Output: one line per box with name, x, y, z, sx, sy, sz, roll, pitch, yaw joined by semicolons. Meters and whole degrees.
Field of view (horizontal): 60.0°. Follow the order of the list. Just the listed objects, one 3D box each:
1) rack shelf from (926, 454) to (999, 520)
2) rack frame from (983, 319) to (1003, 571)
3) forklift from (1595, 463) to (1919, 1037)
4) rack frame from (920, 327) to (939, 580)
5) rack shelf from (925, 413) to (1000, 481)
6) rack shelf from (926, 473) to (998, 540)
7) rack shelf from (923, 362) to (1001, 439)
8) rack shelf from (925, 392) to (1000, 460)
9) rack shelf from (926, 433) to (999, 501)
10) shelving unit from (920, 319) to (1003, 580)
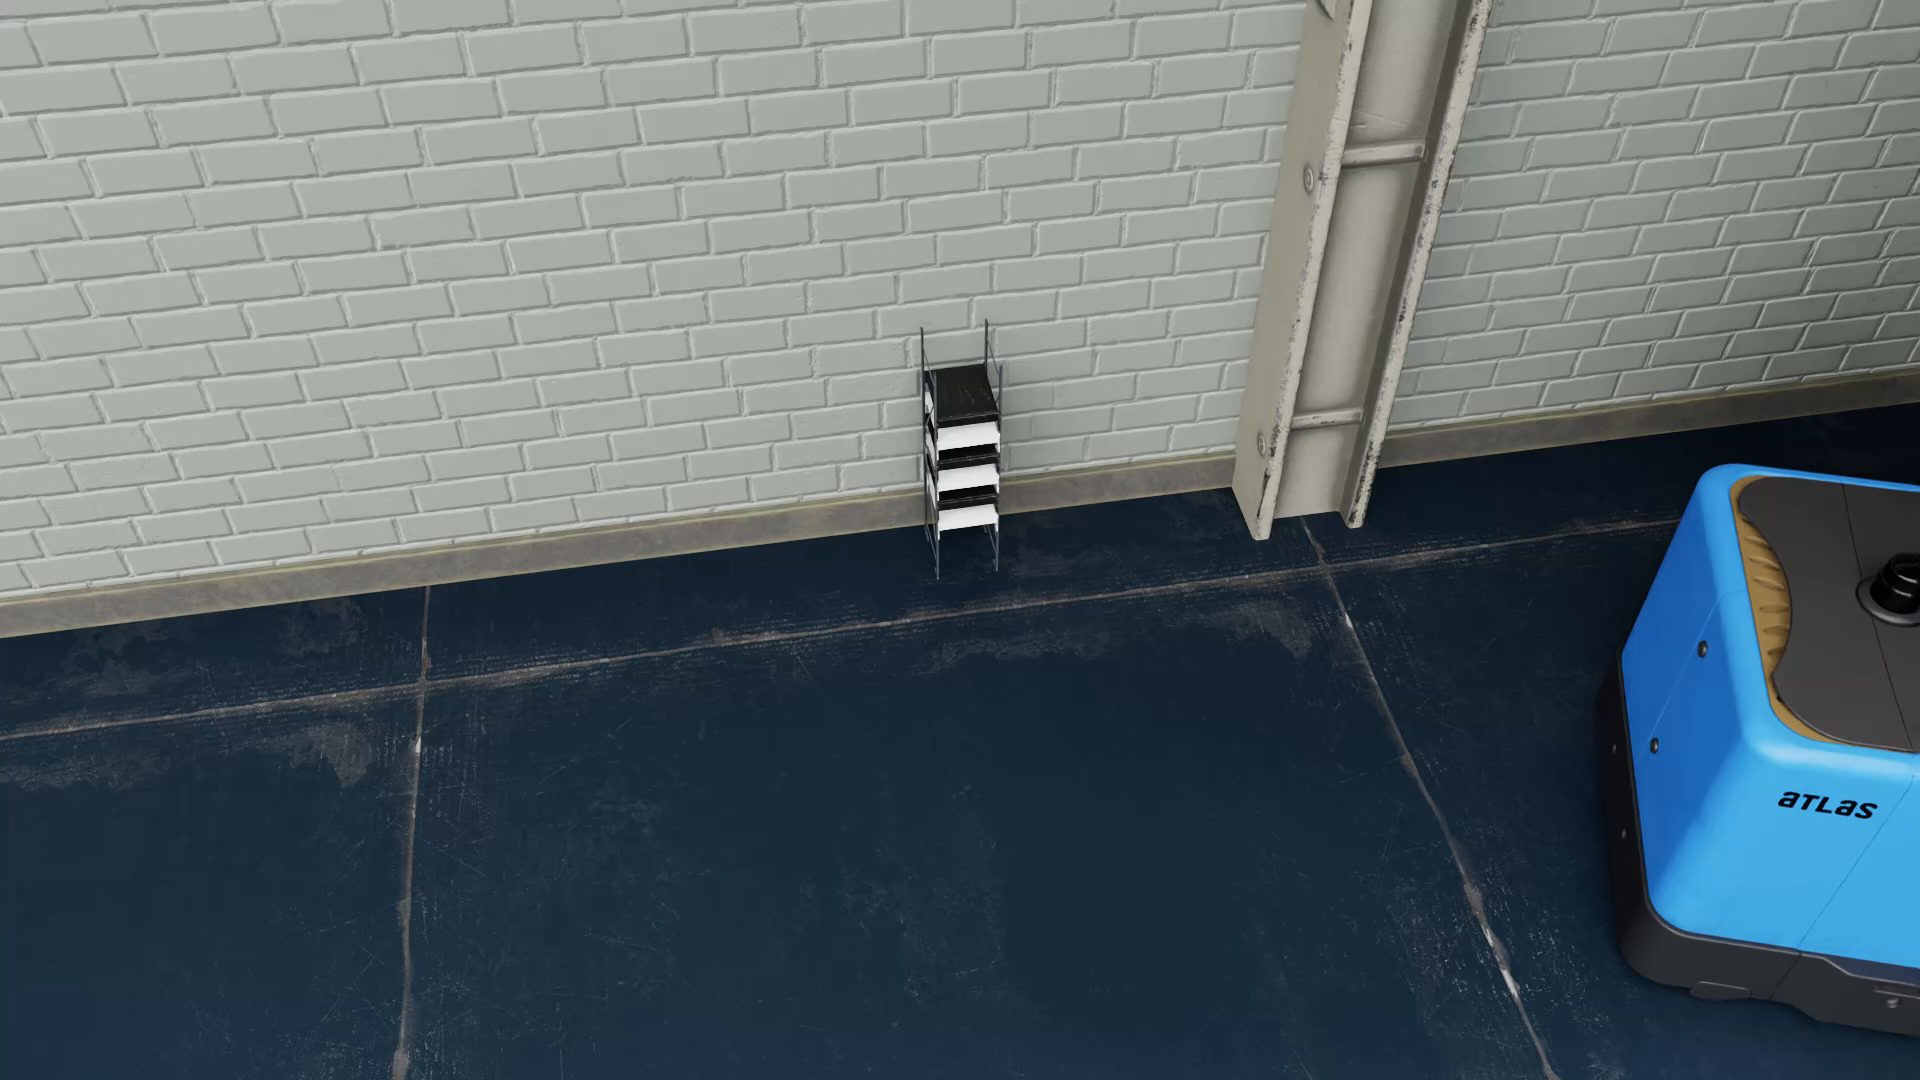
rack shelf;0.003;-0.191;5.480;0.200;0.077;0.258;-8;47;-8
rack frame;0.103;-0.291;5.405;0.006;0.900;0.240;-8;47;-8
forklift;3.380;0.046;3.670;3.031;2.935;1.130;8;47;7
rack frame;-0.097;-0.263;5.378;0.006;0.900;0.240;-8;47;-8
rack shelf;0.003;-0.316;5.350;0.200;0.077;0.258;-8;47;-8
rack shelf;0.003;-0.129;5.545;0.200;0.077;0.258;-8;47;-8
rack shelf;0.003;-0.440;5.221;0.200;0.077;0.258;-8;47;-8
rack shelf;0.003;-0.378;5.285;0.200;0.077;0.258;-8;47;-8
rack shelf;0.003;-0.253;5.415;0.200;0.077;0.258;-8;47;-8
shelving unit;0.003;-0.277;5.391;0.210;0.900;0.258;-8;47;-8
